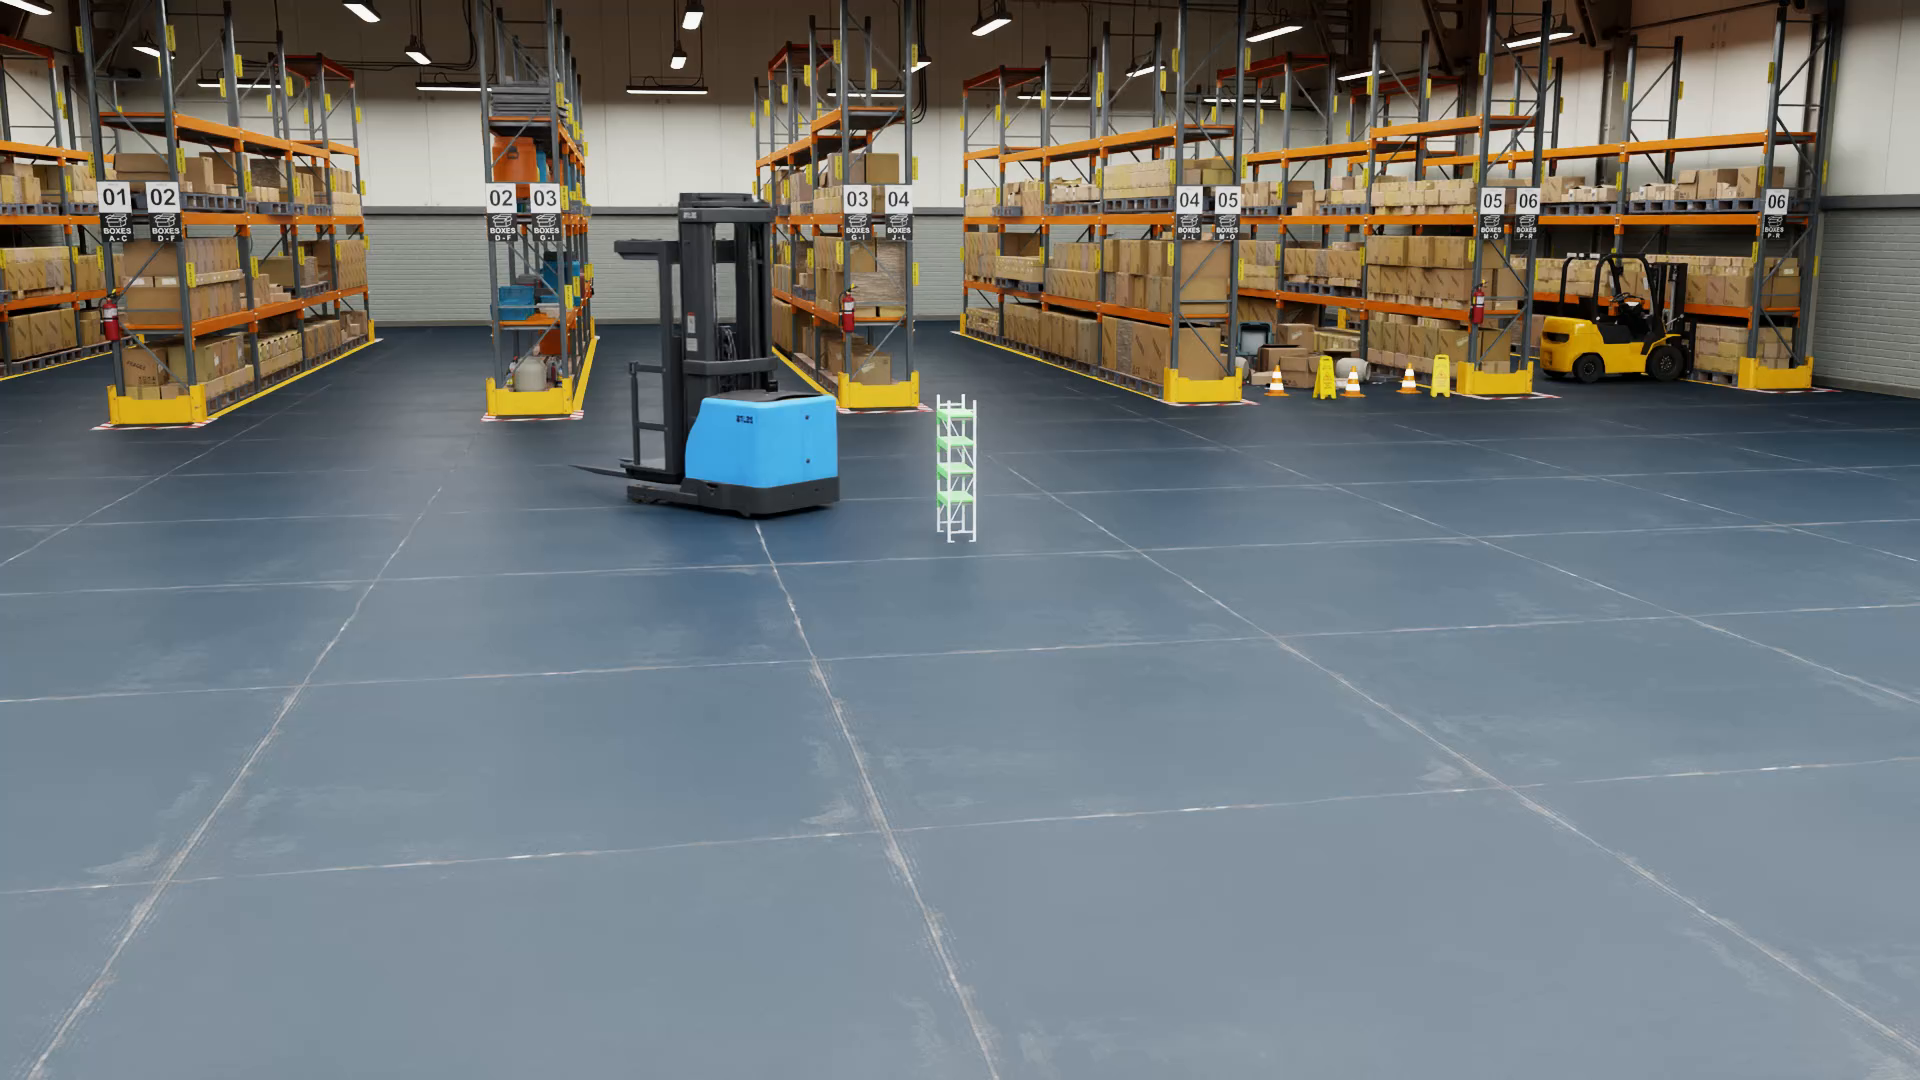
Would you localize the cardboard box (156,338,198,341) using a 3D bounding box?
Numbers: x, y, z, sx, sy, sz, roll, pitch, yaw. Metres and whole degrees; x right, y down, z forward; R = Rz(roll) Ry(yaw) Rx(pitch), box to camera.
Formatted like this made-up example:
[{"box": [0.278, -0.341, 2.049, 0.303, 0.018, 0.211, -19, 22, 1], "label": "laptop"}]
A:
[{"box": [-11.707, -2.763, 24.918, 0.500, 0.500, 0.500, -2, 11, -11], "label": "cardboard box"}]

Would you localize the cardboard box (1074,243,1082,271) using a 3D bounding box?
[{"box": [2.519, -5.251, 30.823, 0.700, 0.500, 0.500, -2, 11, -12], "label": "cardboard box"}]

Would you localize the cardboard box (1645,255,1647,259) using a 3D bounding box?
[{"box": [12.591, -5.074, 30.034, 0.380, 0.149, 0.250, -2, 11, -12], "label": "cardboard box"}]

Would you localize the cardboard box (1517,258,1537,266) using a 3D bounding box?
[{"box": [11.670, -5.704, 34.139, 0.380, 0.149, 0.250, -2, 11, -10], "label": "cardboard box"}]

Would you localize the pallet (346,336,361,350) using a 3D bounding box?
[{"box": [-13.614, -4.267, 36.050, 1.003, 0.211, 1.213, -2, 11, -11], "label": "pallet"}]

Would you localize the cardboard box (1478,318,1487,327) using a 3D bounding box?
[{"box": [11.464, -4.594, 35.874, 0.500, 0.500, 0.500, -2, 11, -12], "label": "cardboard box"}]

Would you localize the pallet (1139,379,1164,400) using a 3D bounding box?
[{"box": [3.464, -2.381, 26.141, 1.003, 0.211, 1.213, -2, 11, -11], "label": "pallet"}]

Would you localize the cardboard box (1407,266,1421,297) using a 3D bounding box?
[{"box": [7.889, -4.368, 28.060, 0.500, 0.500, 0.500, -2, 11, -10], "label": "cardboard box"}]

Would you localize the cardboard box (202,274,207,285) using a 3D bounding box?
[{"box": [-10.974, -3.722, 23.729, 0.380, 0.149, 0.250, -3, 11, -13], "label": "cardboard box"}]

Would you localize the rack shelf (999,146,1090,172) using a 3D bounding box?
[{"box": [1.751, -7.838, 34.305, 1.077, 0.370, 4.000, -2, 11, -11], "label": "rack shelf"}]

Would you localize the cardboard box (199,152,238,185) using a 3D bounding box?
[{"box": [-11.766, -5.908, 26.466, 0.500, 0.500, 0.500, -2, 11, -10], "label": "cardboard box"}]

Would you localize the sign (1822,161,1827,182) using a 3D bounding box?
[{"box": [13.945, -5.948, 26.851, 0.100, 0.325, 0.005, -2, 11, -11], "label": "sign"}]

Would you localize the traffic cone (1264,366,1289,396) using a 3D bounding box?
[{"box": [4.985, -2.510, 26.145, 0.336, 0.463, 0.334, -2, 11, -11], "label": "traffic cone"}]

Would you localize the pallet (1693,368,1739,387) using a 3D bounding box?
[{"box": [13.210, -2.756, 28.110, 1.003, 0.211, 1.213, -2, 11, -11], "label": "pallet"}]

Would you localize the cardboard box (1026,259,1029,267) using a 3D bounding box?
[{"box": [1.548, -5.569, 33.390, 0.380, 0.149, 0.250, -2, 11, -12], "label": "cardboard box"}]

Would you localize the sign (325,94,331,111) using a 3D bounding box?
[{"box": [-12.698, -8.791, 33.397, 0.100, 0.325, 0.005, -2, 11, -11], "label": "sign"}]

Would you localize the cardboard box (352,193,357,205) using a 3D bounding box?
[{"box": [-13.571, -7.489, 36.562, 0.500, 0.250, 0.500, -2, 11, -11], "label": "cardboard box"}]

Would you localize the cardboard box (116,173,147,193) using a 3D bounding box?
[{"box": [-11.390, -4.962, 23.126, 0.500, 0.250, 0.500, -2, 11, -11], "label": "cardboard box"}]

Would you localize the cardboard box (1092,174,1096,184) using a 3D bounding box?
[{"box": [2.753, -6.544, 30.874, 0.500, 0.500, 0.500, -2, 11, -11], "label": "cardboard box"}]

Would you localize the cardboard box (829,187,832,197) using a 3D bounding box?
[{"box": [-1.795, -5.319, 25.434, 0.380, 0.149, 0.250, -3, 11, -14], "label": "cardboard box"}]

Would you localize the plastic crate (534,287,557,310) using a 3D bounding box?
[{"box": [-6.848, -3.868, 26.660, 0.767, 0.338, 0.504, -2, 11, -11], "label": "plastic crate"}]

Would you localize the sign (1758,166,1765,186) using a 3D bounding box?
[{"box": [12.865, -5.839, 26.674, 0.100, 0.325, 0.005, -2, 11, -11], "label": "sign"}]

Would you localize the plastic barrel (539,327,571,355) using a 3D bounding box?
[{"box": [-7.715, -3.962, 31.669, 0.600, 0.830, 0.708, -2, 11, -11], "label": "plastic barrel"}]

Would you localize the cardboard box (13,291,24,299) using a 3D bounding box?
[{"box": [-17.167, -4.426, 30.044, 0.380, 0.149, 0.250, -2, 11, -9], "label": "cardboard box"}]

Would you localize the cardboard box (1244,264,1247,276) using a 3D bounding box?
[{"box": [6.308, -5.807, 35.746, 0.500, 0.250, 0.500, -2, 11, -13], "label": "cardboard box"}]

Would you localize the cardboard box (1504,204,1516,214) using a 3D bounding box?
[{"box": [8.786, -5.228, 26.293, 0.380, 0.149, 0.250, -2, 11, -11], "label": "cardboard box"}]

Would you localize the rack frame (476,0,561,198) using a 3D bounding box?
[{"box": [-6.048, -6.212, 22.768, 1.000, 3.000, 0.127, -2, 11, -11], "label": "rack frame"}]

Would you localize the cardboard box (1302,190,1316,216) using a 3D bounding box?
[{"box": [7.150, -6.621, 32.672, 0.700, 0.500, 0.500, -2, 11, -11], "label": "cardboard box"}]

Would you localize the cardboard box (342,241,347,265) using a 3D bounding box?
[{"box": [-13.157, -6.018, 34.851, 0.500, 0.500, 0.500, -2, 11, -13], "label": "cardboard box"}]

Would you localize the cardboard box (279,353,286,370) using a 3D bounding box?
[{"box": [-11.820, -3.040, 28.376, 0.500, 0.250, 0.500, -2, 11, -10], "label": "cardboard box"}]

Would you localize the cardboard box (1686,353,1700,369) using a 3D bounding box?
[{"box": [12.823, -3.101, 28.695, 0.500, 0.250, 0.500, -2, 11, -10], "label": "cardboard box"}]

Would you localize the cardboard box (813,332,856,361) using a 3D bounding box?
[{"box": [-2.249, -3.471, 29.920, 0.700, 0.500, 0.500, -3, 11, -16], "label": "cardboard box"}]

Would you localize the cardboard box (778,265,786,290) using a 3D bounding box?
[{"box": [-3.483, -5.418, 34.371, 0.500, 0.500, 0.500, -2, 11, -12], "label": "cardboard box"}]

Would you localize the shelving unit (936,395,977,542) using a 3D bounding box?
[{"box": [-0.032, -0.620, 14.244, 0.258, 1.200, 0.503, -2, 11, -11], "label": "shelving unit"}]

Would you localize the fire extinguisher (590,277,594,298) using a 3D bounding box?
[{"box": [-8.743, -6.023, 39.020, 0.296, 0.674, 0.183, -2, 11, -11], "label": "fire extinguisher"}]

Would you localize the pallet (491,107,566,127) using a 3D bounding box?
[{"box": [-6.397, -6.282, 24.710, 1.003, 0.211, 1.213, -2, 11, -11], "label": "pallet"}]

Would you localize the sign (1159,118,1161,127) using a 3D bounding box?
[{"box": [4.874, -10.205, 40.823, 0.100, 0.325, 0.005, -2, 11, -11], "label": "sign"}]

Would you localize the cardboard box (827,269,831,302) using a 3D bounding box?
[{"box": [-1.625, -4.015, 26.206, 0.875, 0.500, 0.500, -2, 11, -11], "label": "cardboard box"}]

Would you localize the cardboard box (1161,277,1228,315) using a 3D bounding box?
[{"box": [3.579, -3.747, 25.460, 0.875, 0.550, 0.550, -2, 11, -11], "label": "cardboard box"}]

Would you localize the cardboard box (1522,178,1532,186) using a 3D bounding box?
[{"box": [11.746, -7.090, 33.746, 0.500, 0.500, 0.500, -2, 11, -11], "label": "cardboard box"}]

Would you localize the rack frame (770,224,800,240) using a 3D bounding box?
[{"box": [-4.301, -6.380, 39.692, 1.000, 3.000, 0.127, -2, 11, -11], "label": "rack frame"}]

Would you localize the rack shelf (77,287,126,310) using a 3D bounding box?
[{"box": [-18.488, -5.119, 34.993, 1.077, 0.370, 4.000, -2, 11, -11], "label": "rack shelf"}]

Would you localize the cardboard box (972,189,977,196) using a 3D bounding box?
[{"box": [0.483, -8.171, 39.078, 0.380, 0.149, 0.250, -2, 11, -10], "label": "cardboard box"}]

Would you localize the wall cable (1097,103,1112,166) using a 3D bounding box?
[{"box": [4.037, -10.720, 46.452, 0.463, 3.000, 0.029, -2, 11, -11], "label": "wall cable"}]

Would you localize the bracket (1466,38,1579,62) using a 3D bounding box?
[{"box": [12.051, -10.499, 35.662, 0.076, 0.066, 4.783, -2, 11, -11], "label": "bracket"}]

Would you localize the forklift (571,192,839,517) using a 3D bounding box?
[{"box": [-2.601, -1.851, 16.081, 3.031, 2.935, 1.130, 9, 14, 39], "label": "forklift"}]

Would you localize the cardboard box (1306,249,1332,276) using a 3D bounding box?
[{"box": [7.054, -5.391, 32.312, 0.500, 0.500, 0.500, -2, 11, -10], "label": "cardboard box"}]

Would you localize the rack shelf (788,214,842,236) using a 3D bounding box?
[{"box": [-2.356, -5.666, 29.843, 1.077, 0.370, 4.000, -2, 11, -11], "label": "rack shelf"}]

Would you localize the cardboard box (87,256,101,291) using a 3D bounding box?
[{"box": [-18.325, -5.487, 34.201, 0.980, 0.700, 0.700, -2, 11, -12], "label": "cardboard box"}]

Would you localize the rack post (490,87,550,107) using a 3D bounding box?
[{"box": [-6.455, -6.529, 24.636, 0.937, 0.300, 0.954, -2, 11, -12], "label": "rack post"}]

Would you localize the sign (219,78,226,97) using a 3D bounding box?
[{"box": [-12.993, -7.976, 29.326, 0.100, 0.325, 0.005, -2, 11, -11], "label": "sign"}]

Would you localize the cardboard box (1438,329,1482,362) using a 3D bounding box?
[{"box": [8.120, -3.167, 27.038, 0.500, 0.500, 0.500, -2, 11, -11], "label": "cardboard box"}]

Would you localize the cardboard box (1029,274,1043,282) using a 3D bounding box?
[{"box": [1.593, -5.231, 33.206, 0.380, 0.149, 0.250, -2, 11, -10], "label": "cardboard box"}]

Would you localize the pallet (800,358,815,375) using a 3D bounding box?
[{"box": [-2.361, -3.176, 30.318, 1.003, 0.211, 1.213, -2, 11, -11], "label": "pallet"}]

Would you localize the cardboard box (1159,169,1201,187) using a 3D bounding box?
[{"box": [3.327, -5.488, 25.200, 0.500, 0.250, 0.500, -2, 11, -10], "label": "cardboard box"}]
